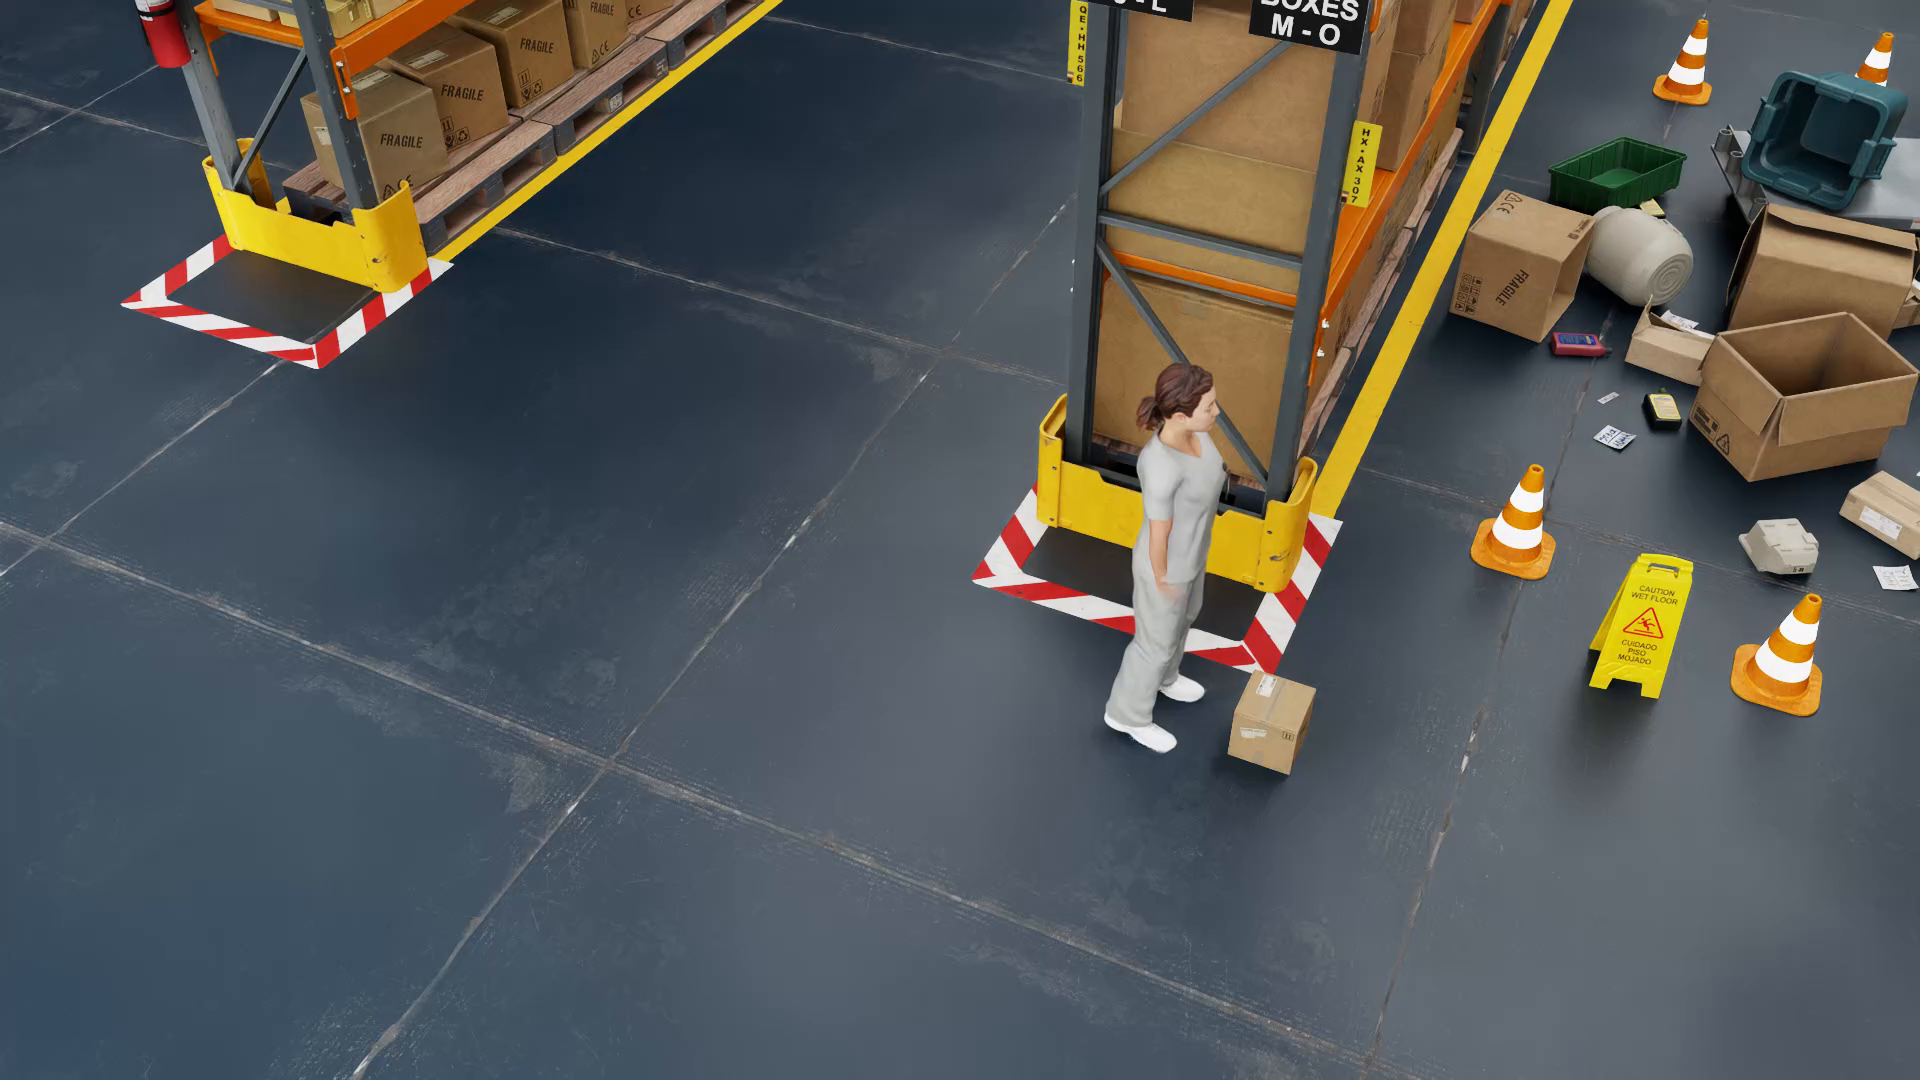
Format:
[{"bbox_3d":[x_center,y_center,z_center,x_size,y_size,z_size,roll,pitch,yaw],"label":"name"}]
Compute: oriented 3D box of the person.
[{"bbox_3d":[0.771,0.052,6.118,0.363,1.677,0.437,15,44,16],"label":"person"}]
